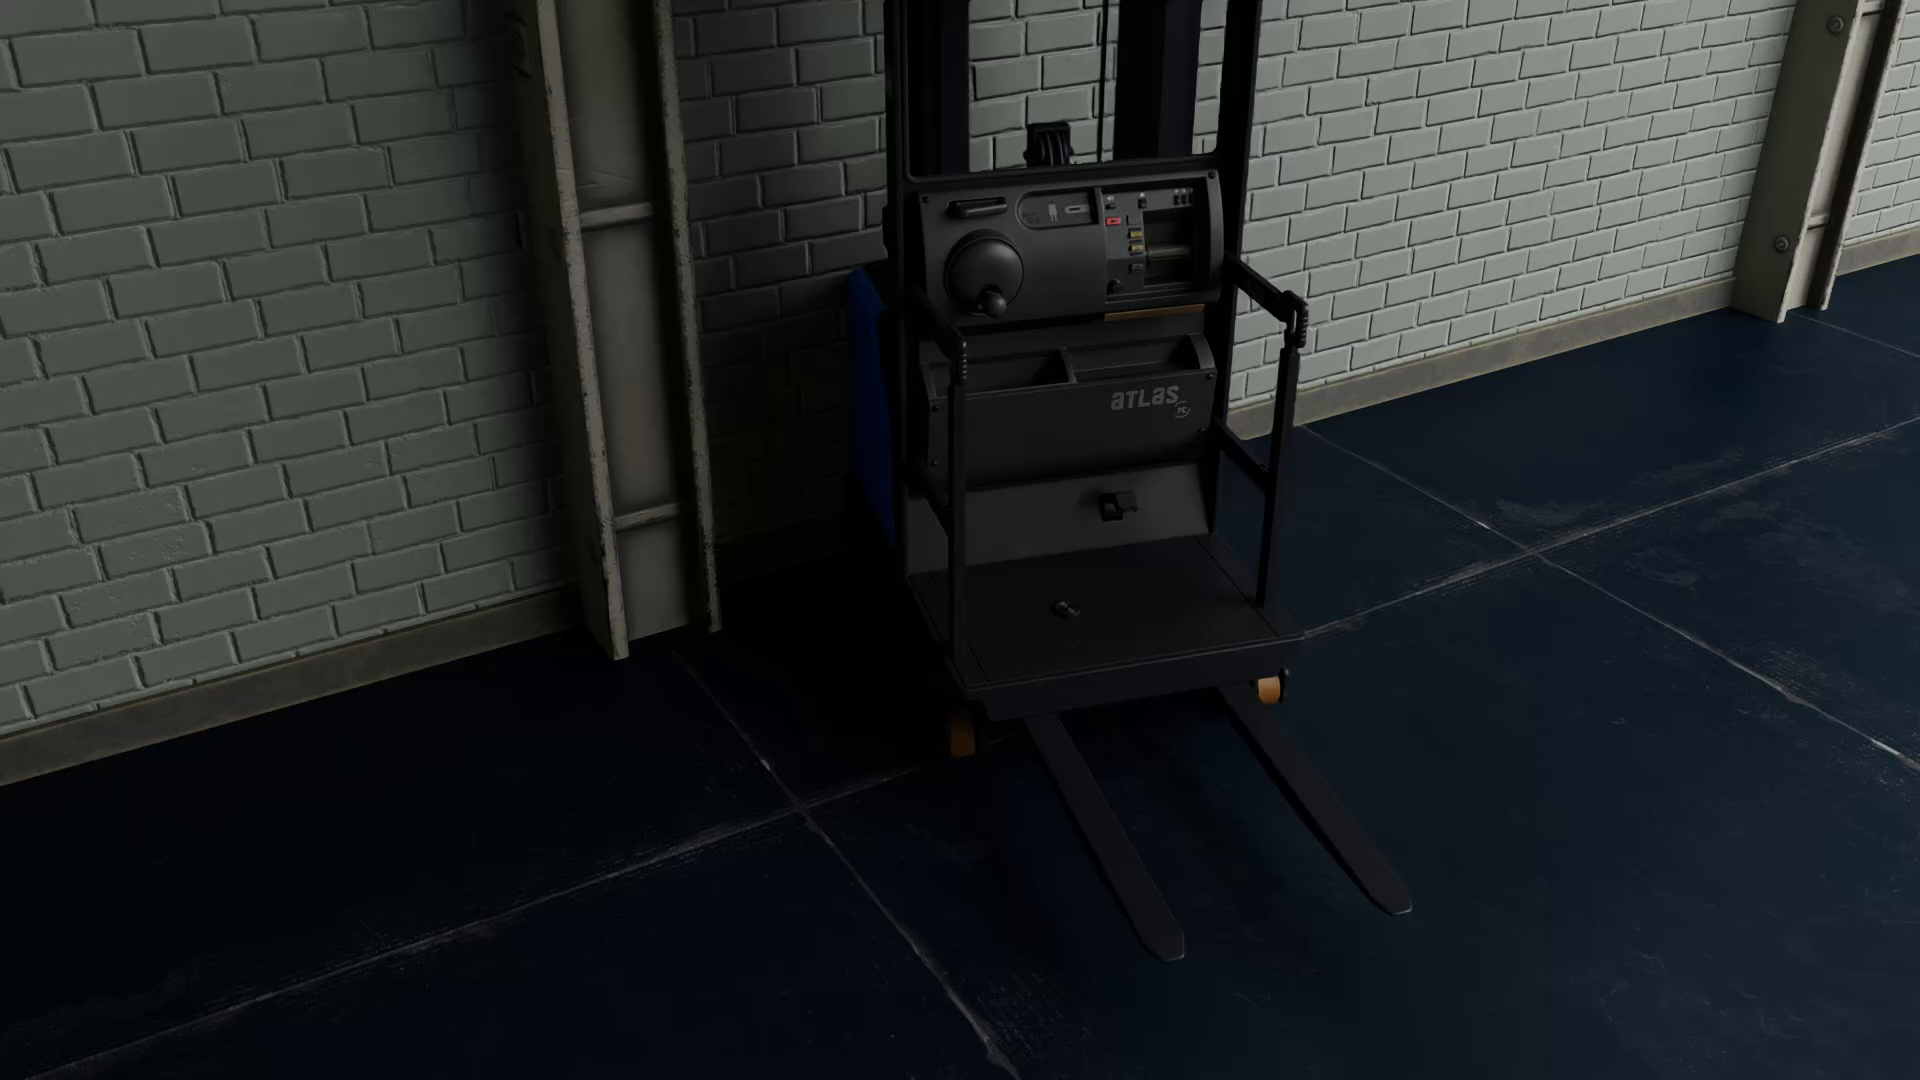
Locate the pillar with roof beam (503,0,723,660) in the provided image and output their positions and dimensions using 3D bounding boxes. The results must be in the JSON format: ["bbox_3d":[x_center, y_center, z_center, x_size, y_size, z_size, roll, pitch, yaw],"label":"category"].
[{"bbox_3d":[1.122,-1.858,0.303,0.400,9.000,9.100,-16,33,-26],"label":"pillar with roof beam"}]

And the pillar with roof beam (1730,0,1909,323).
[{"bbox_3d":[6.295,-3.326,2.964,0.400,9.000,9.100,-16,33,-26],"label":"pillar with roof beam"}]

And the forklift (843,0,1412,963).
[{"bbox_3d":[0.394,-0.830,4.720,1.130,2.935,3.031,-8,30,-14],"label":"forklift"}]
